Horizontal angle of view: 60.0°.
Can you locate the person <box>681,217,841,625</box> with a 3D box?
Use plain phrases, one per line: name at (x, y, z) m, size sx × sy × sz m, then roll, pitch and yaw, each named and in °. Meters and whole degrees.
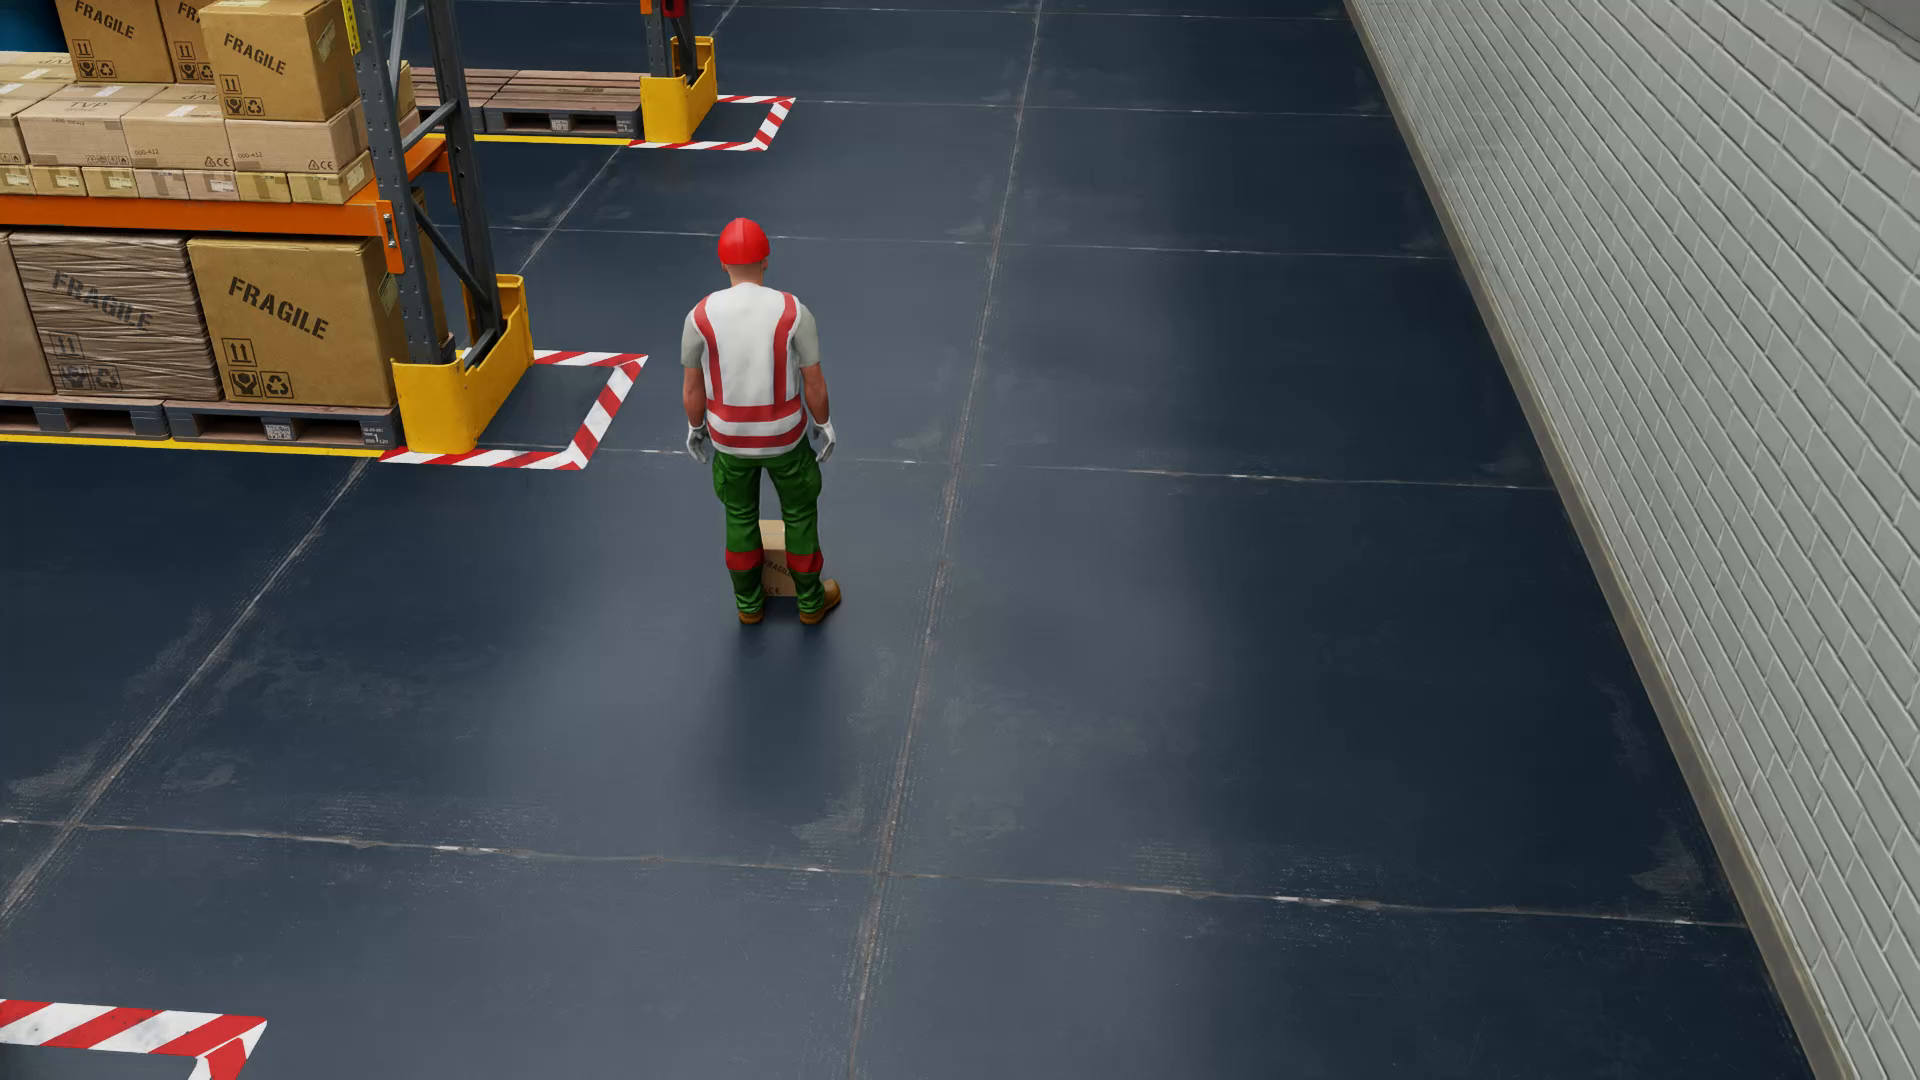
person at (-0.822, -0.450, 6.852) m, size 0.618 × 1.778 × 0.452 m, roll 1°, pitch 32°, yaw 1°
